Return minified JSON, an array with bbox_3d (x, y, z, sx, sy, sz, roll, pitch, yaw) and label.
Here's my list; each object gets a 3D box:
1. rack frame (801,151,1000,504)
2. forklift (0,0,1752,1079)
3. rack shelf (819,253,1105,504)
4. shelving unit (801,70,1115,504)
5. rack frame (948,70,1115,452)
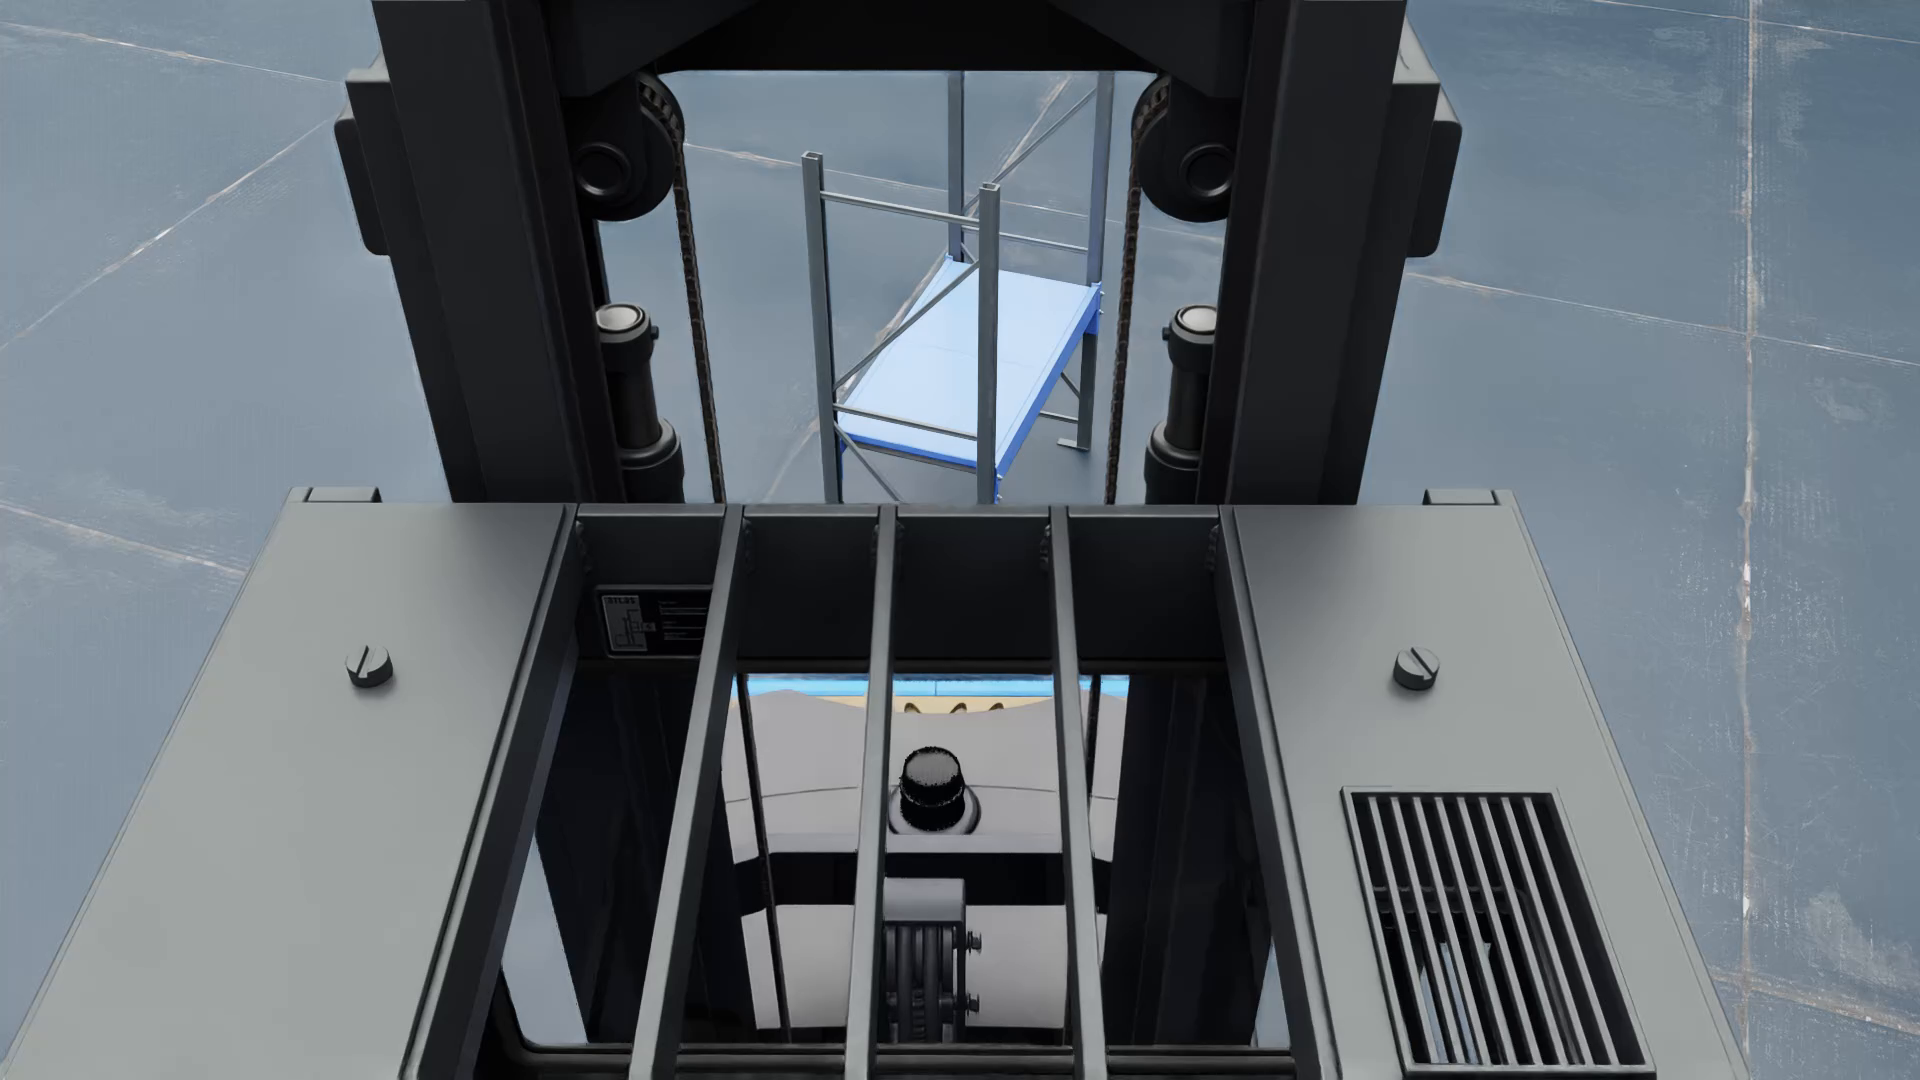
[{"bbox_3d":[-0.145,-0.313,4.461,0.500,1.500,0.032,13,42,15],"label":"rack frame"},{"bbox_3d":[-0.053,0.933,1.898,1.130,2.935,3.031,0,40,0],"label":"forklift"},{"bbox_3d":[0.029,-0.486,4.941,0.538,0.185,1.000,13,42,15],"label":"rack shelf"},{"bbox_3d":[0.029,-0.623,4.824,0.538,1.500,1.048,13,42,15],"label":"shelving unit"},{"bbox_3d":[0.203,-0.933,5.188,0.500,1.500,0.032,13,42,15],"label":"rack frame"}]
